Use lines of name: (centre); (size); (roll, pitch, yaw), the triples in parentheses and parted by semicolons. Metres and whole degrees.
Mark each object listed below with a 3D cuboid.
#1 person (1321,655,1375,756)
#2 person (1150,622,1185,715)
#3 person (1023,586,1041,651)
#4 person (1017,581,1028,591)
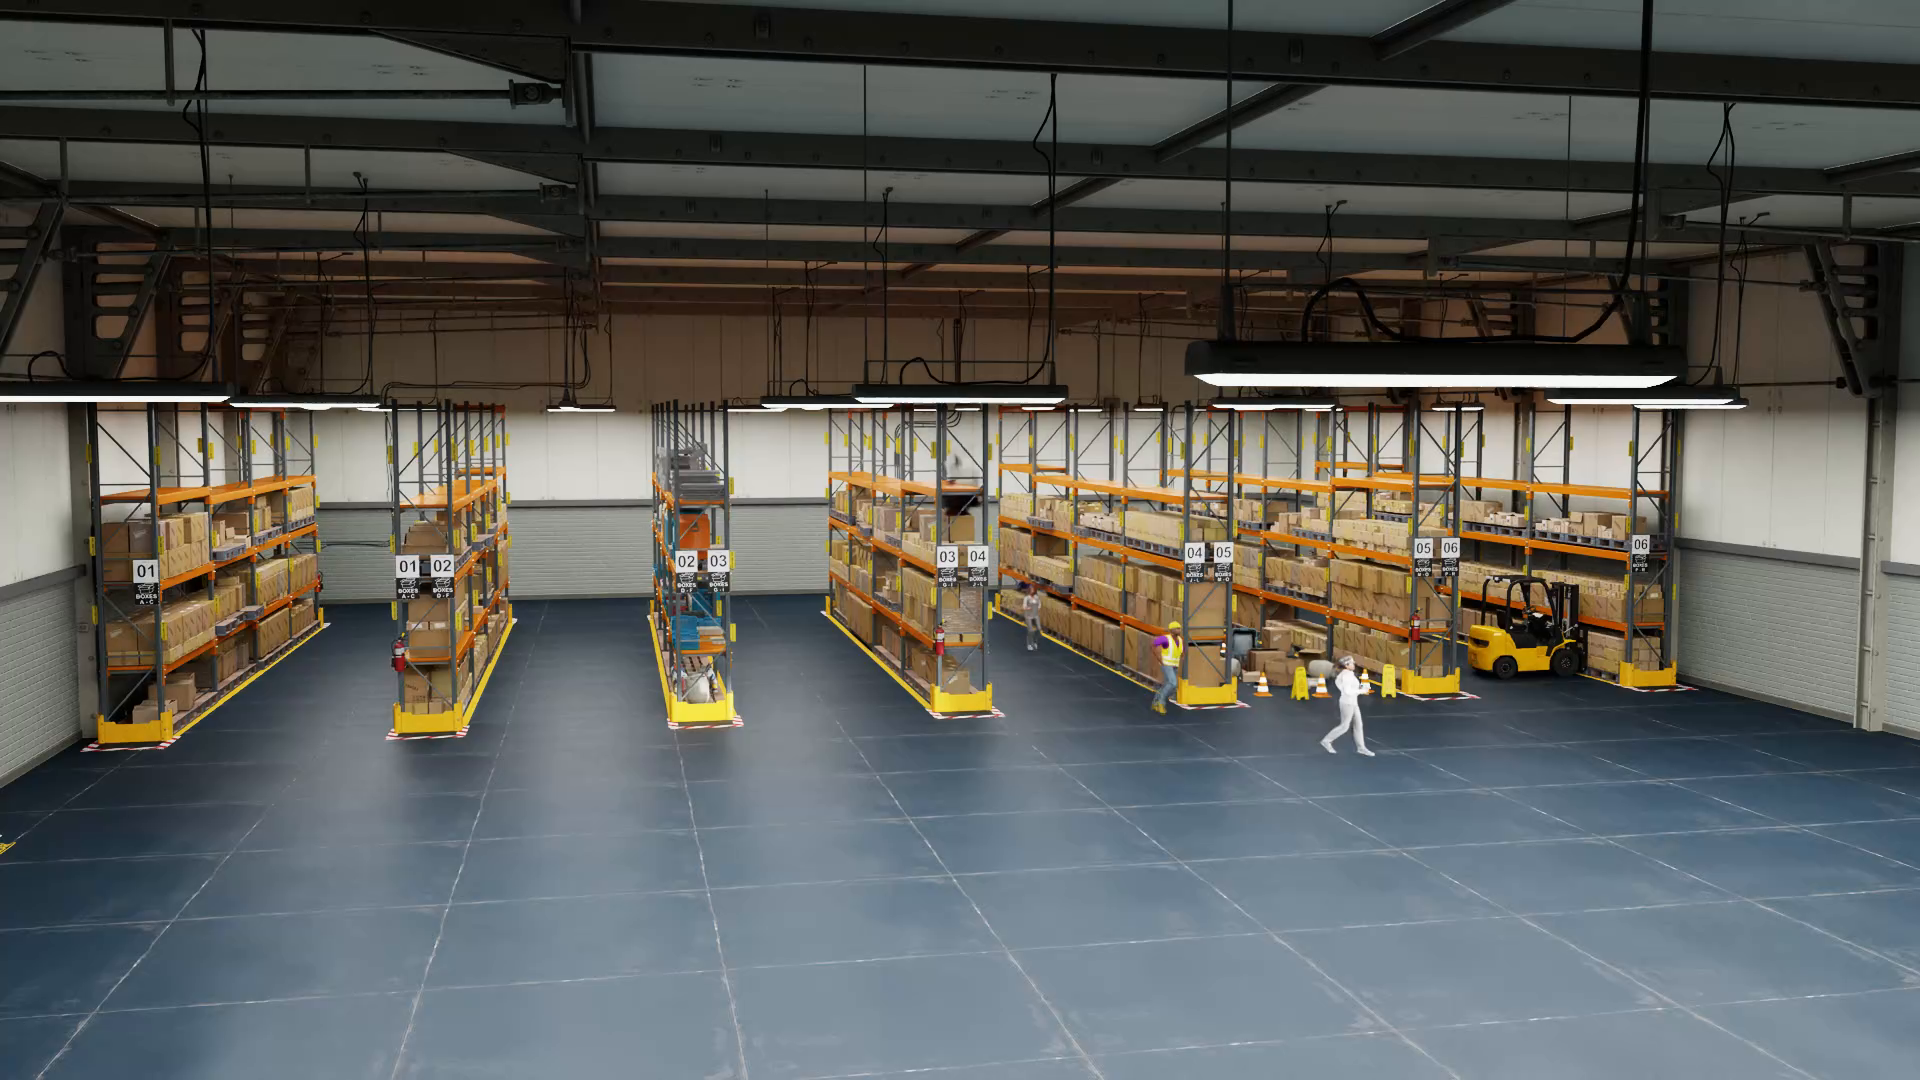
person: (6.485, 2.752, 27.769); (0.877, 1.678, 0.616); (2, 5, 20)
person: (4.043, 2.451, 32.034); (0.652, 1.770, 0.709); (4, 6, 44)
person: (1.768, 1.898, 40.221); (0.516, 1.588, 0.608); (-1, 4, -15)
person: (2.040, 1.152, 49.985); (0.605, 1.603, 0.603); (-1, 5, -18)
